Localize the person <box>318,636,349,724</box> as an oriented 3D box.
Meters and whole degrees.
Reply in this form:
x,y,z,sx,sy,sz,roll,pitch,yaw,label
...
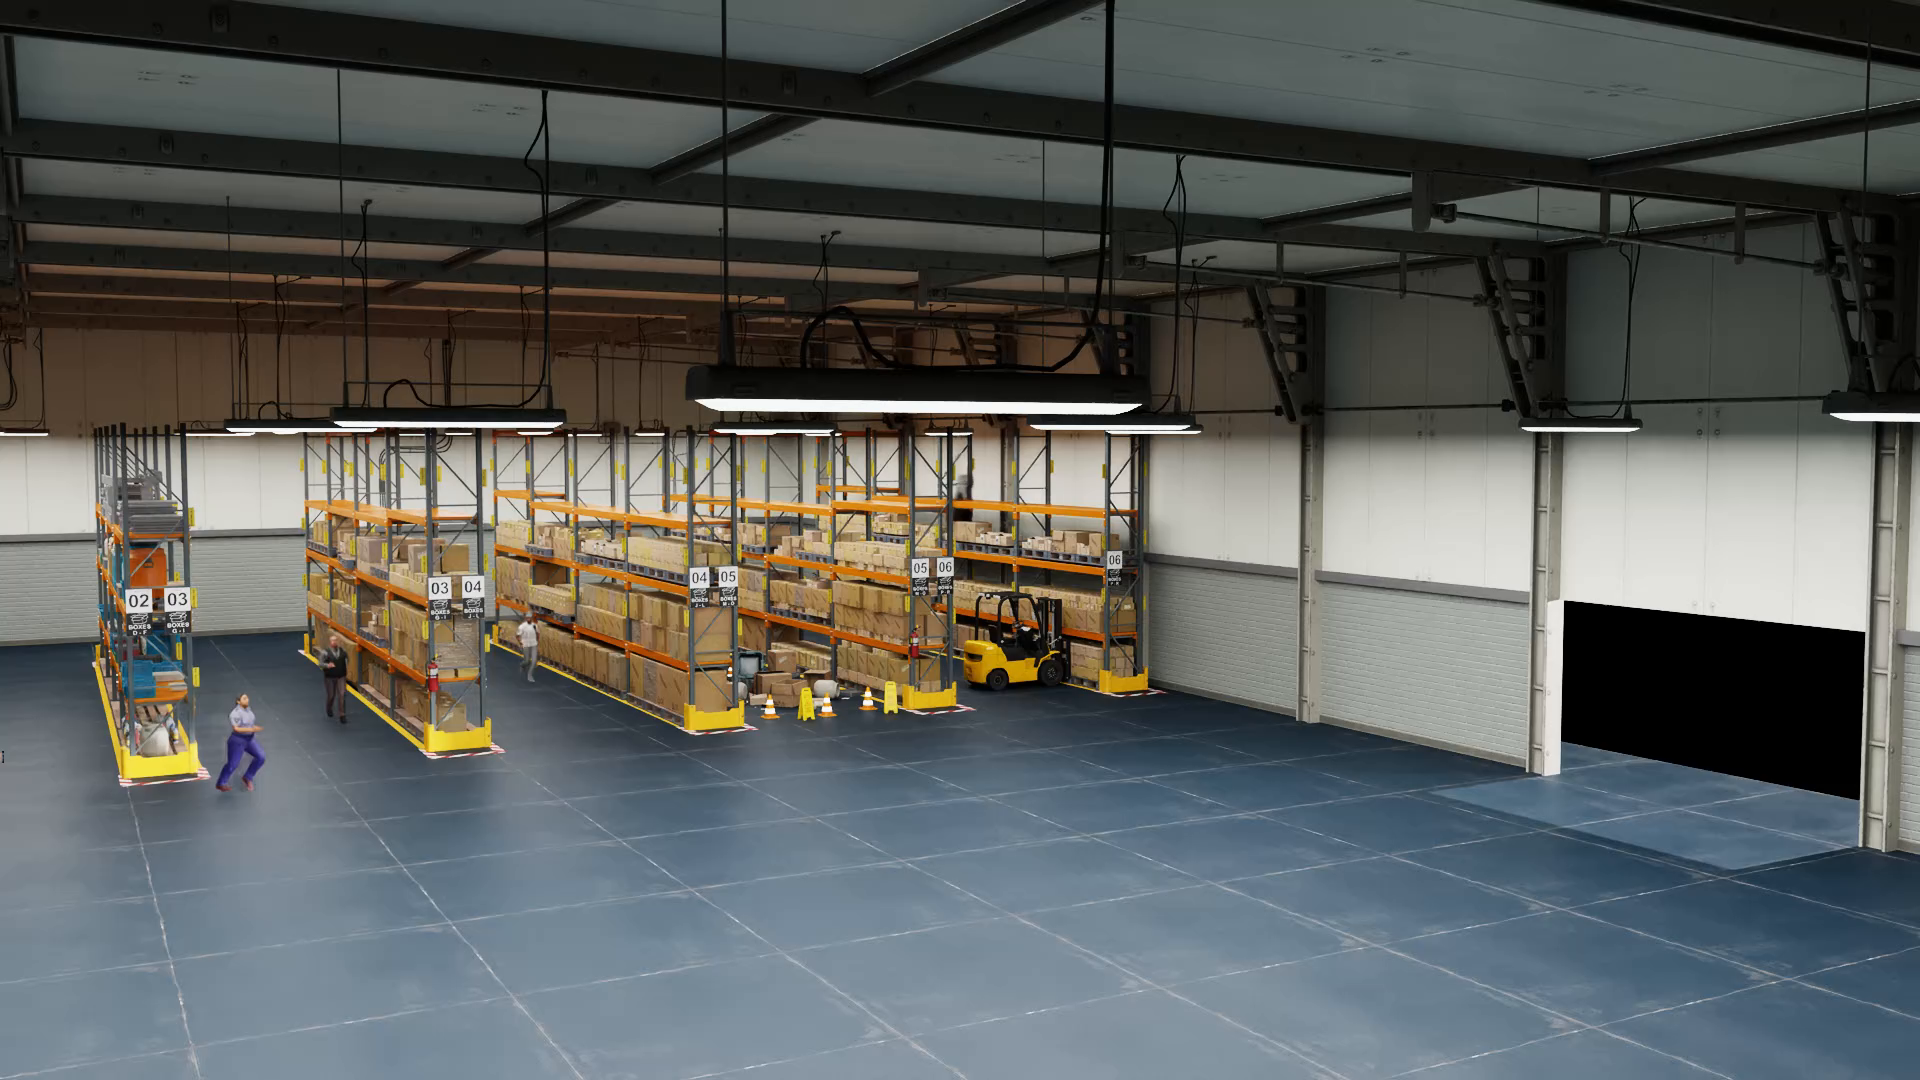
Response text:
x,y,z,sx,sy,sz,roll,pitch,yaw,label
-12.632,2.802,33.611,0.657,1.724,0.950,-2,4,-33,person

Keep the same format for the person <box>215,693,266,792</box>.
x,y,z,sx,sy,sz,roll,pitch,yaw,label
-11.610,3.279,26.907,0.834,1.625,0.612,1,4,13,person

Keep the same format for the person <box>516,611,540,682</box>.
x,y,z,sx,sy,sz,roll,pitch,yaw,label
-10.245,2.516,39.512,0.583,1.664,0.593,-2,4,-33,person
